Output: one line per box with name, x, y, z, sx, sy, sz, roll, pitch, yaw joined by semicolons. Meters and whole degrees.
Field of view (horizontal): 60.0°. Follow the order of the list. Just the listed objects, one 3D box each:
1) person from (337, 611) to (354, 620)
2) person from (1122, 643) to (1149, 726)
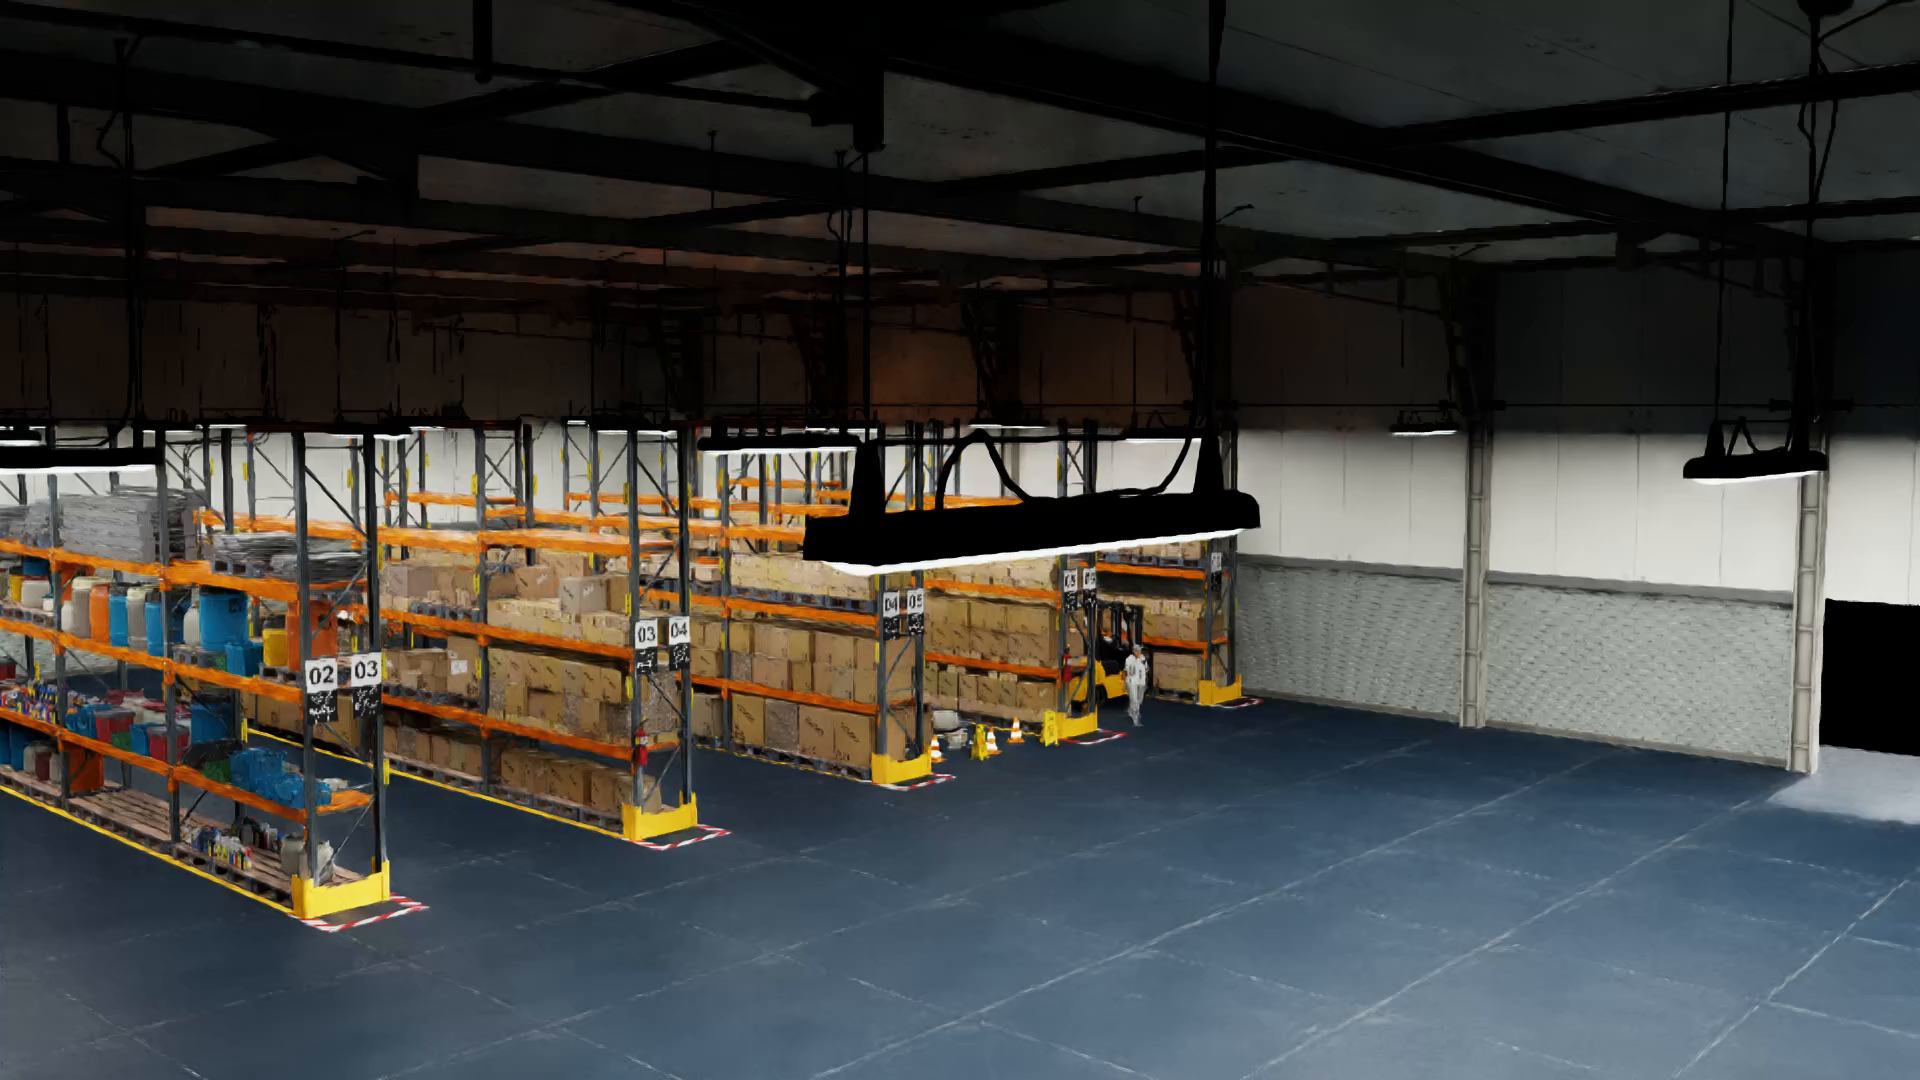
person;-14.356;2.314;39.186;0.710;1.650;0.662;-2;5;-20
person;3.484;2.834;32.930;0.554;1.616;0.900;-2;5;-23
